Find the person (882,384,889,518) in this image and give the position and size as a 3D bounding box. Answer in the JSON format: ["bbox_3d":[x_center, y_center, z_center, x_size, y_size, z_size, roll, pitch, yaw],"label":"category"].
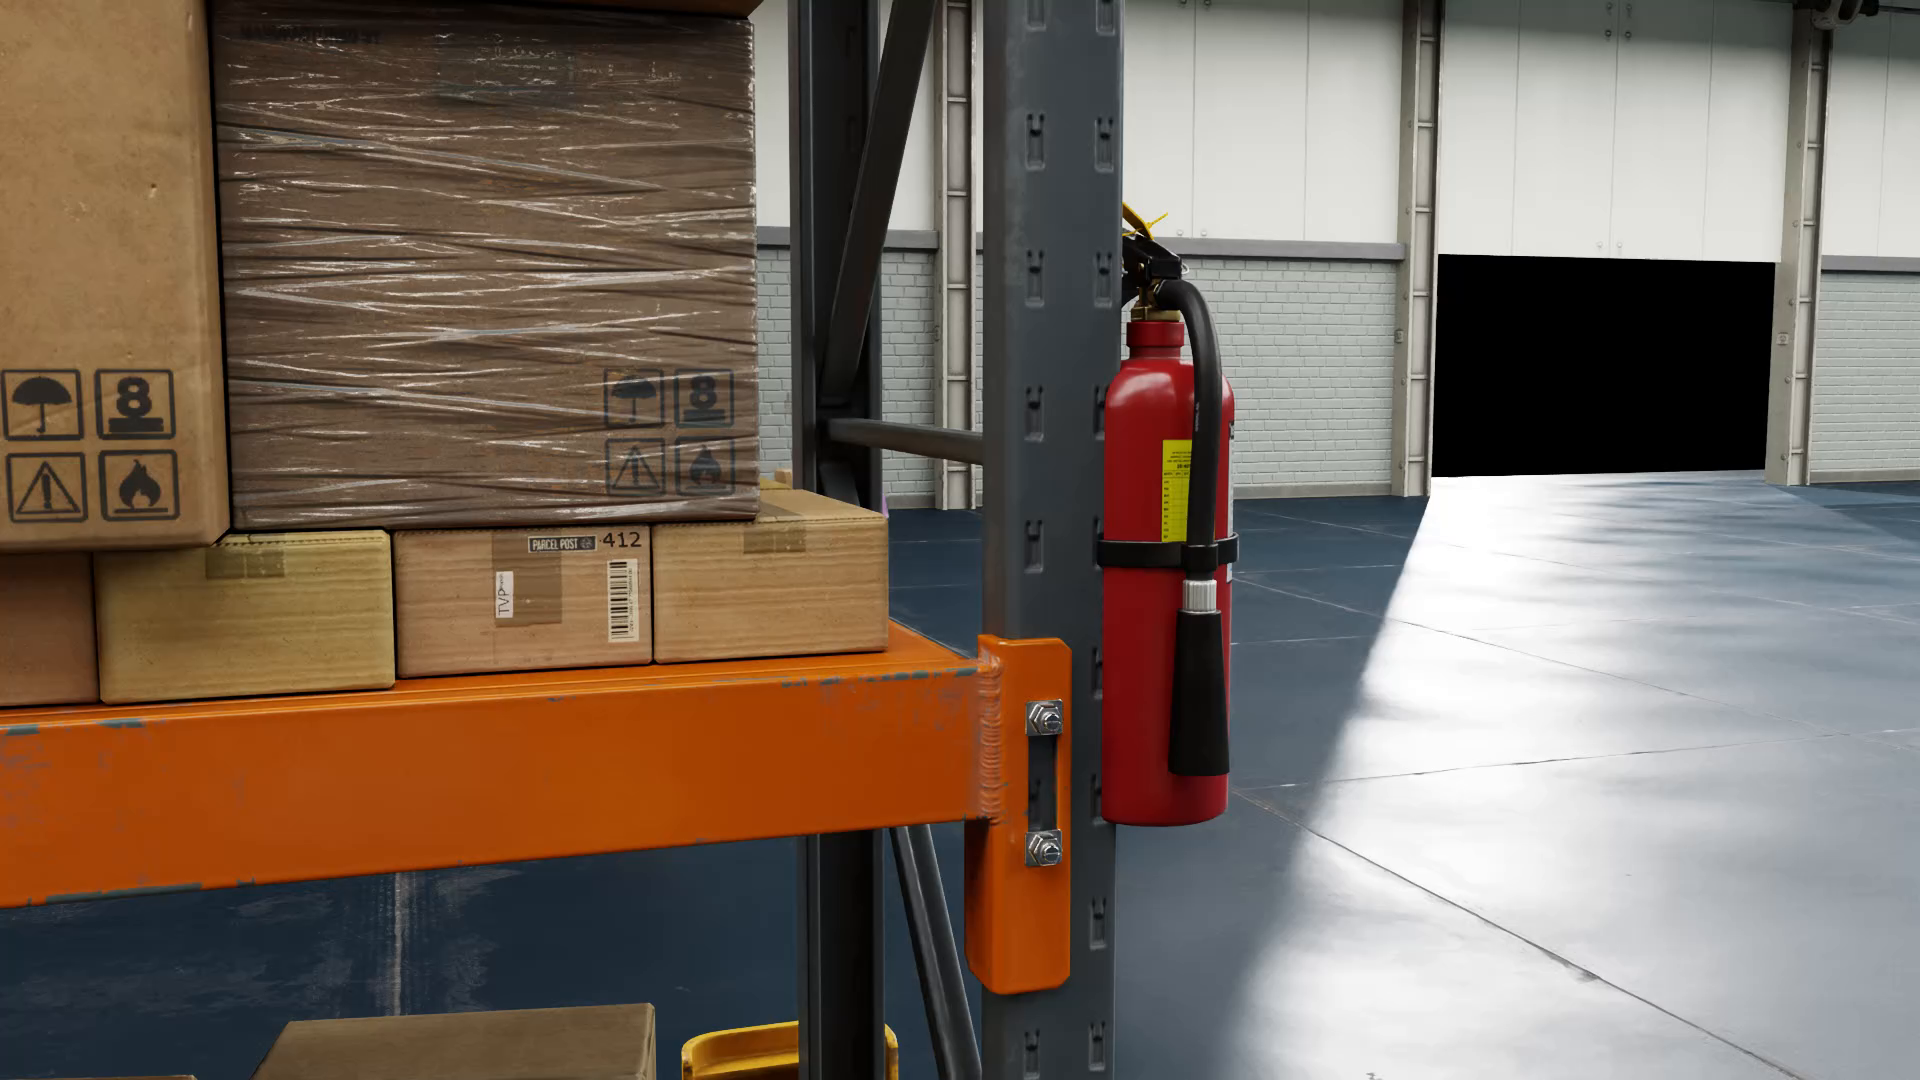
[{"bbox_3d":[-0.617,-0.083,8.584,0.490,1.595,0.405,-2,6,-18],"label":"person"}]
